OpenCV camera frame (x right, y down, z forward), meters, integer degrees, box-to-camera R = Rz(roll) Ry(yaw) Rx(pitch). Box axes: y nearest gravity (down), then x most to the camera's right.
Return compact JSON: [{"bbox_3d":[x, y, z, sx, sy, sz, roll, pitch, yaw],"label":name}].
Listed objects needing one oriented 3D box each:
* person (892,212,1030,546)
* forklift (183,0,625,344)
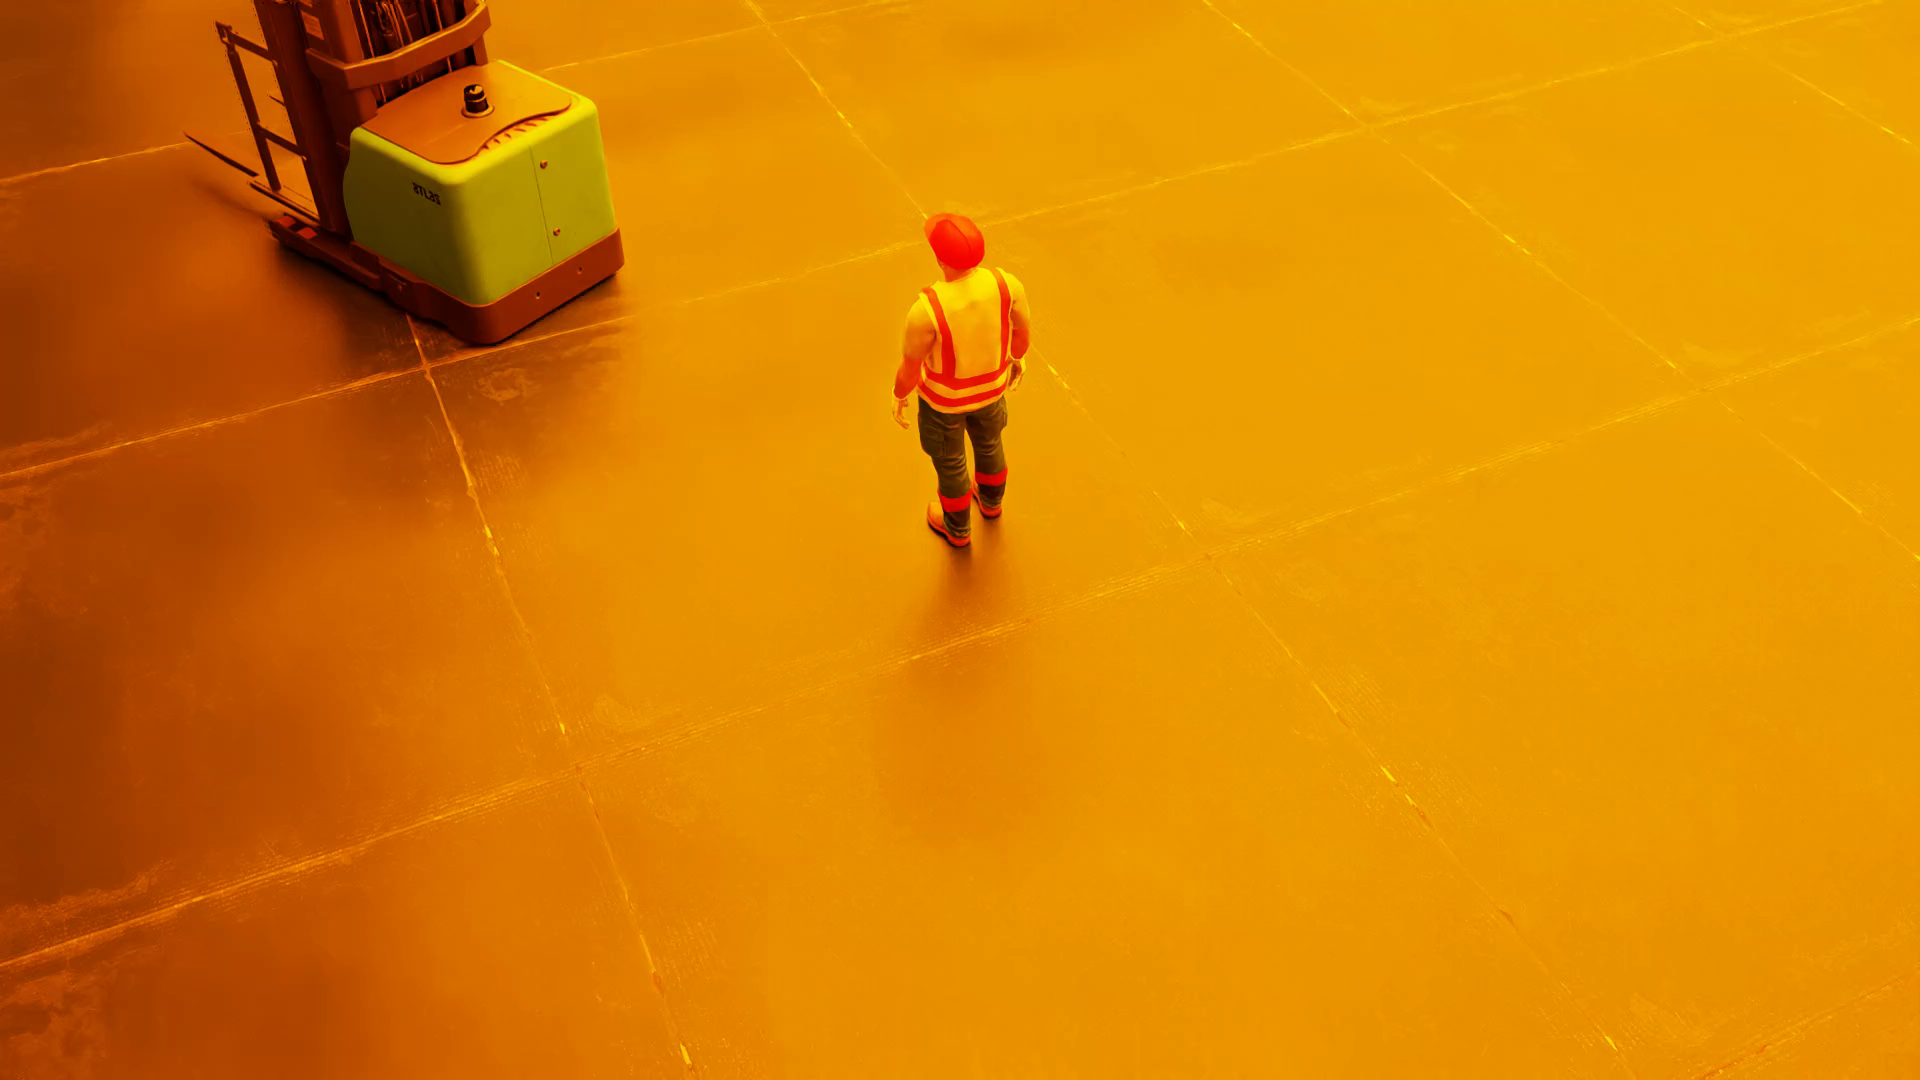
[{"bbox_3d":[-0.024,-0.712,7.270,0.638,1.789,0.562,-18,46,-18],"label":"person"},{"bbox_3d":[-3.365,-2.953,8.845,3.031,2.935,1.130,28,50,27],"label":"forklift"}]
